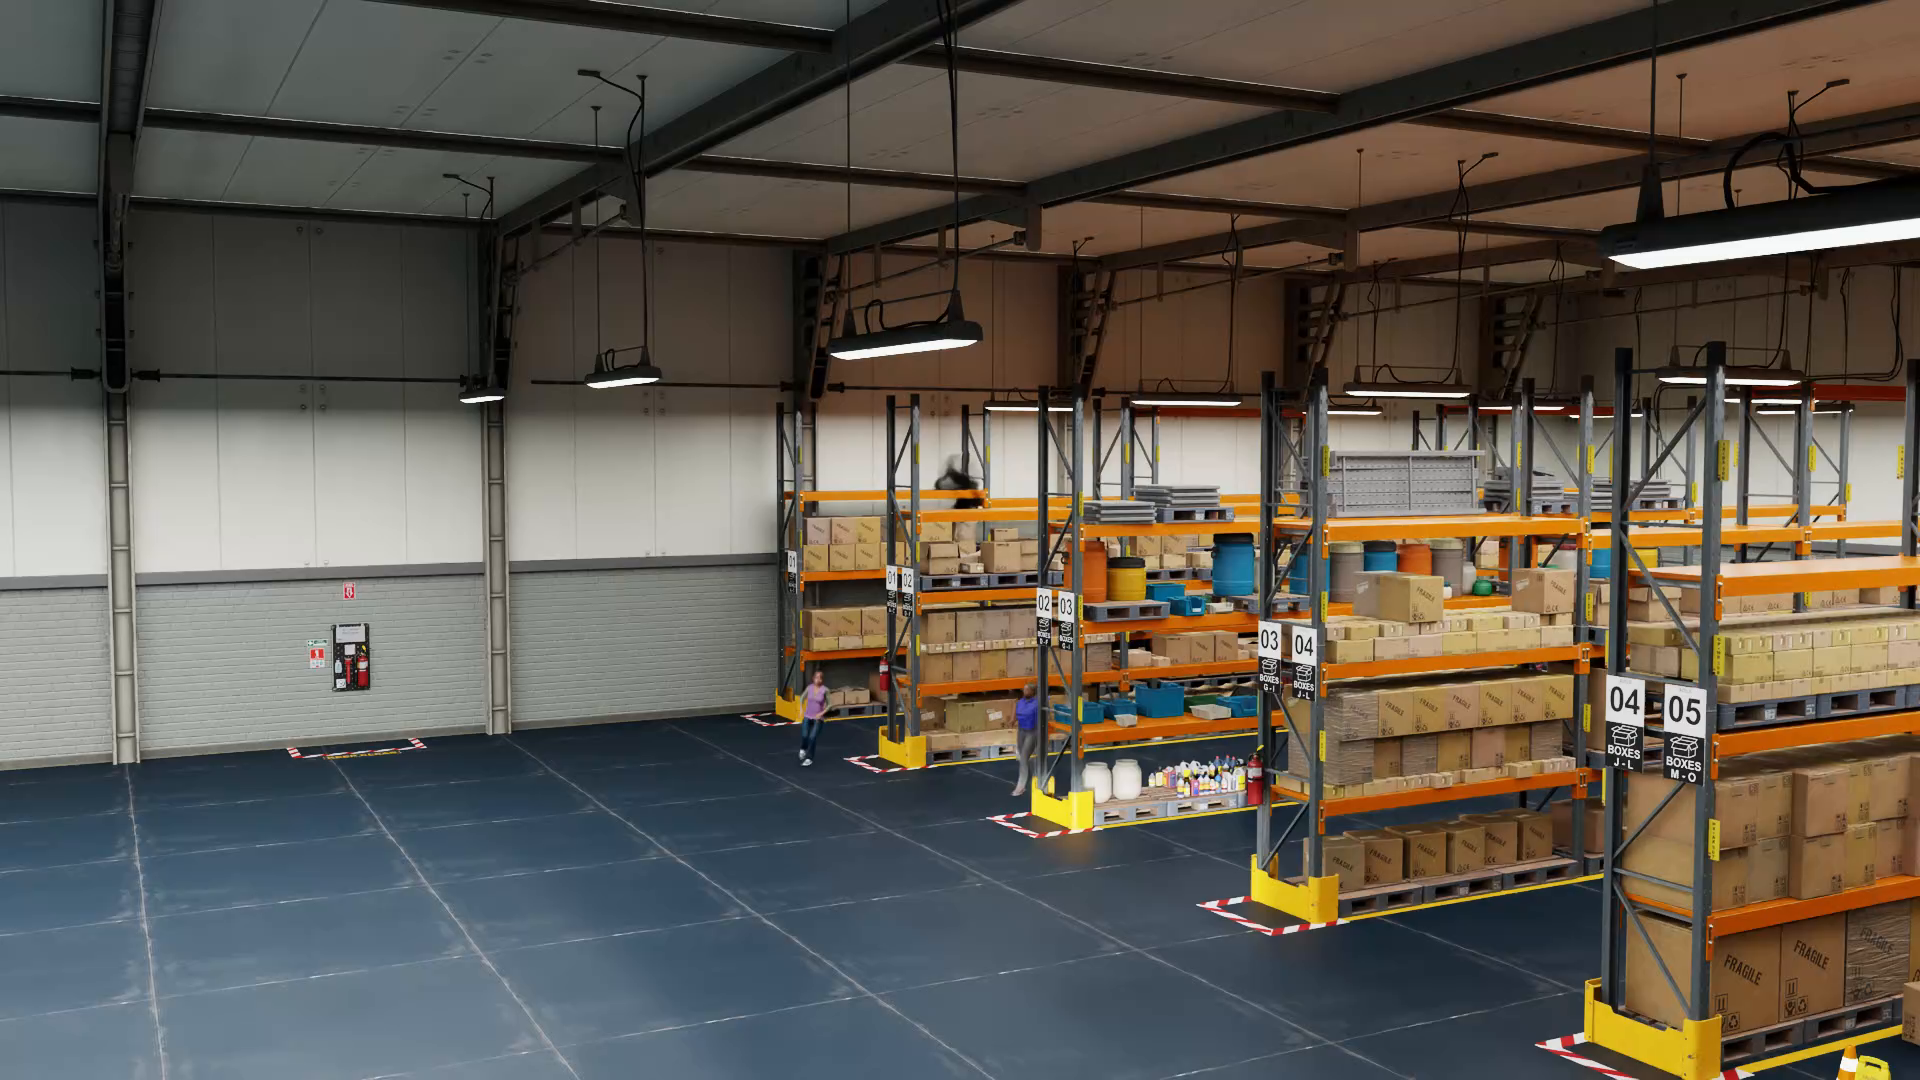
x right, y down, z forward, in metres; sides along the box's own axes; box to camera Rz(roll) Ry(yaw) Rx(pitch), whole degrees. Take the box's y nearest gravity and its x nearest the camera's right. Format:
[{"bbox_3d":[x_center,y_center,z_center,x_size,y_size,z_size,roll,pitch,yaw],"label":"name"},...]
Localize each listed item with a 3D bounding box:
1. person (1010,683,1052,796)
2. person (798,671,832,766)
[{"bbox_3d":[1.061,2.949,24.831,0.592,1.663,0.818,3,4,42],"label":"person"},{"bbox_3d":[-2.338,2.880,26.810,0.574,1.531,0.494,0,3,4],"label":"person"}]
